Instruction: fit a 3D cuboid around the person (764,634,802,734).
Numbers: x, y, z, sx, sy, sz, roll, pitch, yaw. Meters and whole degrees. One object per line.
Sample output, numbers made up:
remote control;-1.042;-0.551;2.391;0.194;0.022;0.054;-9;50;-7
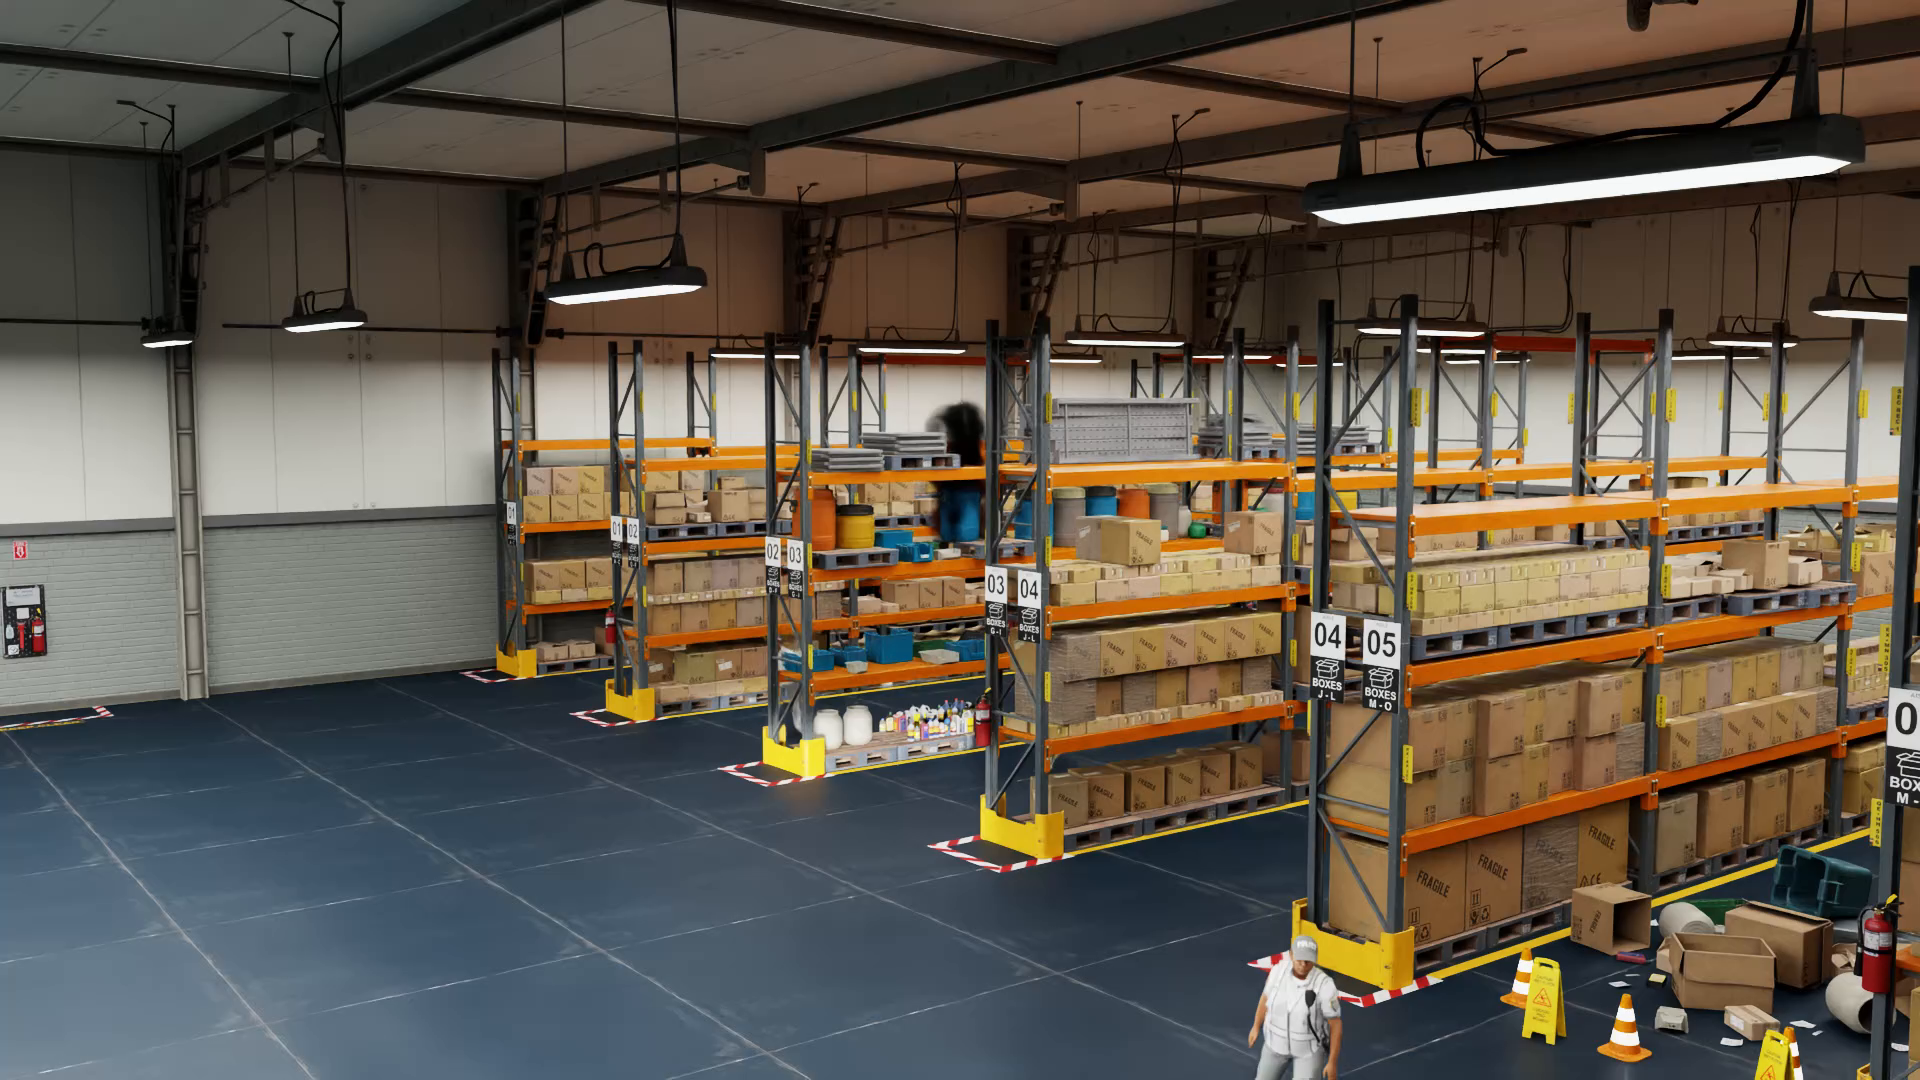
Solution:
person;-2.646;2.185;25.061;0.627;1.626;0.776;0;5;-3

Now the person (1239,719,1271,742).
person;4.145;2.272;23.608;0.519;1.603;0.862;5;7;44

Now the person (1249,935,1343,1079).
person;2.268;3.382;11.202;0.667;1.604;0.714;2;6;25

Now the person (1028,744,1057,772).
person;1.118;2.449;22.516;0.538;1.512;0.624;-3;6;-31
